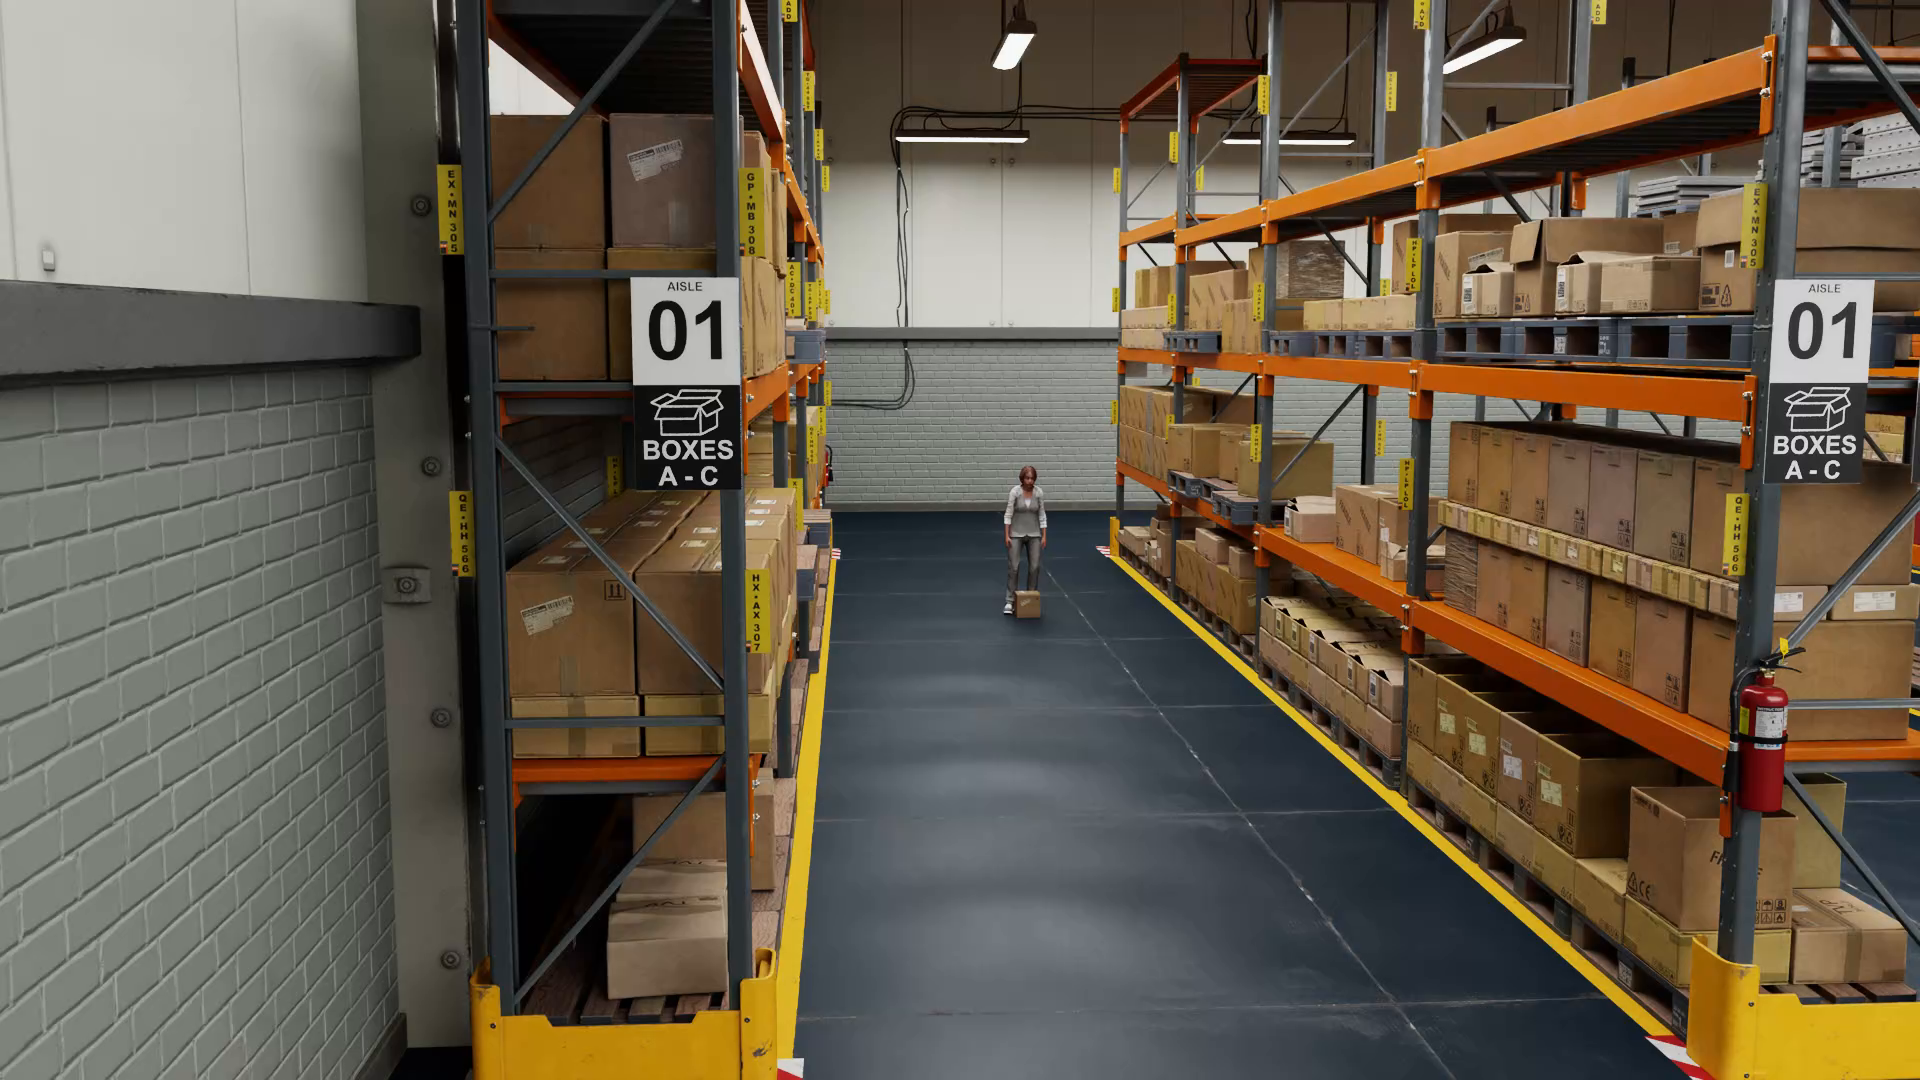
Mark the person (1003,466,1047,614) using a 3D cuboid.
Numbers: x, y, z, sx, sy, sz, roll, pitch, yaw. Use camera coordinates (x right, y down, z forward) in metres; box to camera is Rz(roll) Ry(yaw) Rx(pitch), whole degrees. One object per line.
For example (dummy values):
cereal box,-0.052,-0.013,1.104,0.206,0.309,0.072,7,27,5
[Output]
person,0.698,-0.010,17.883,0.484,1.593,0.346,-1,7,-7
